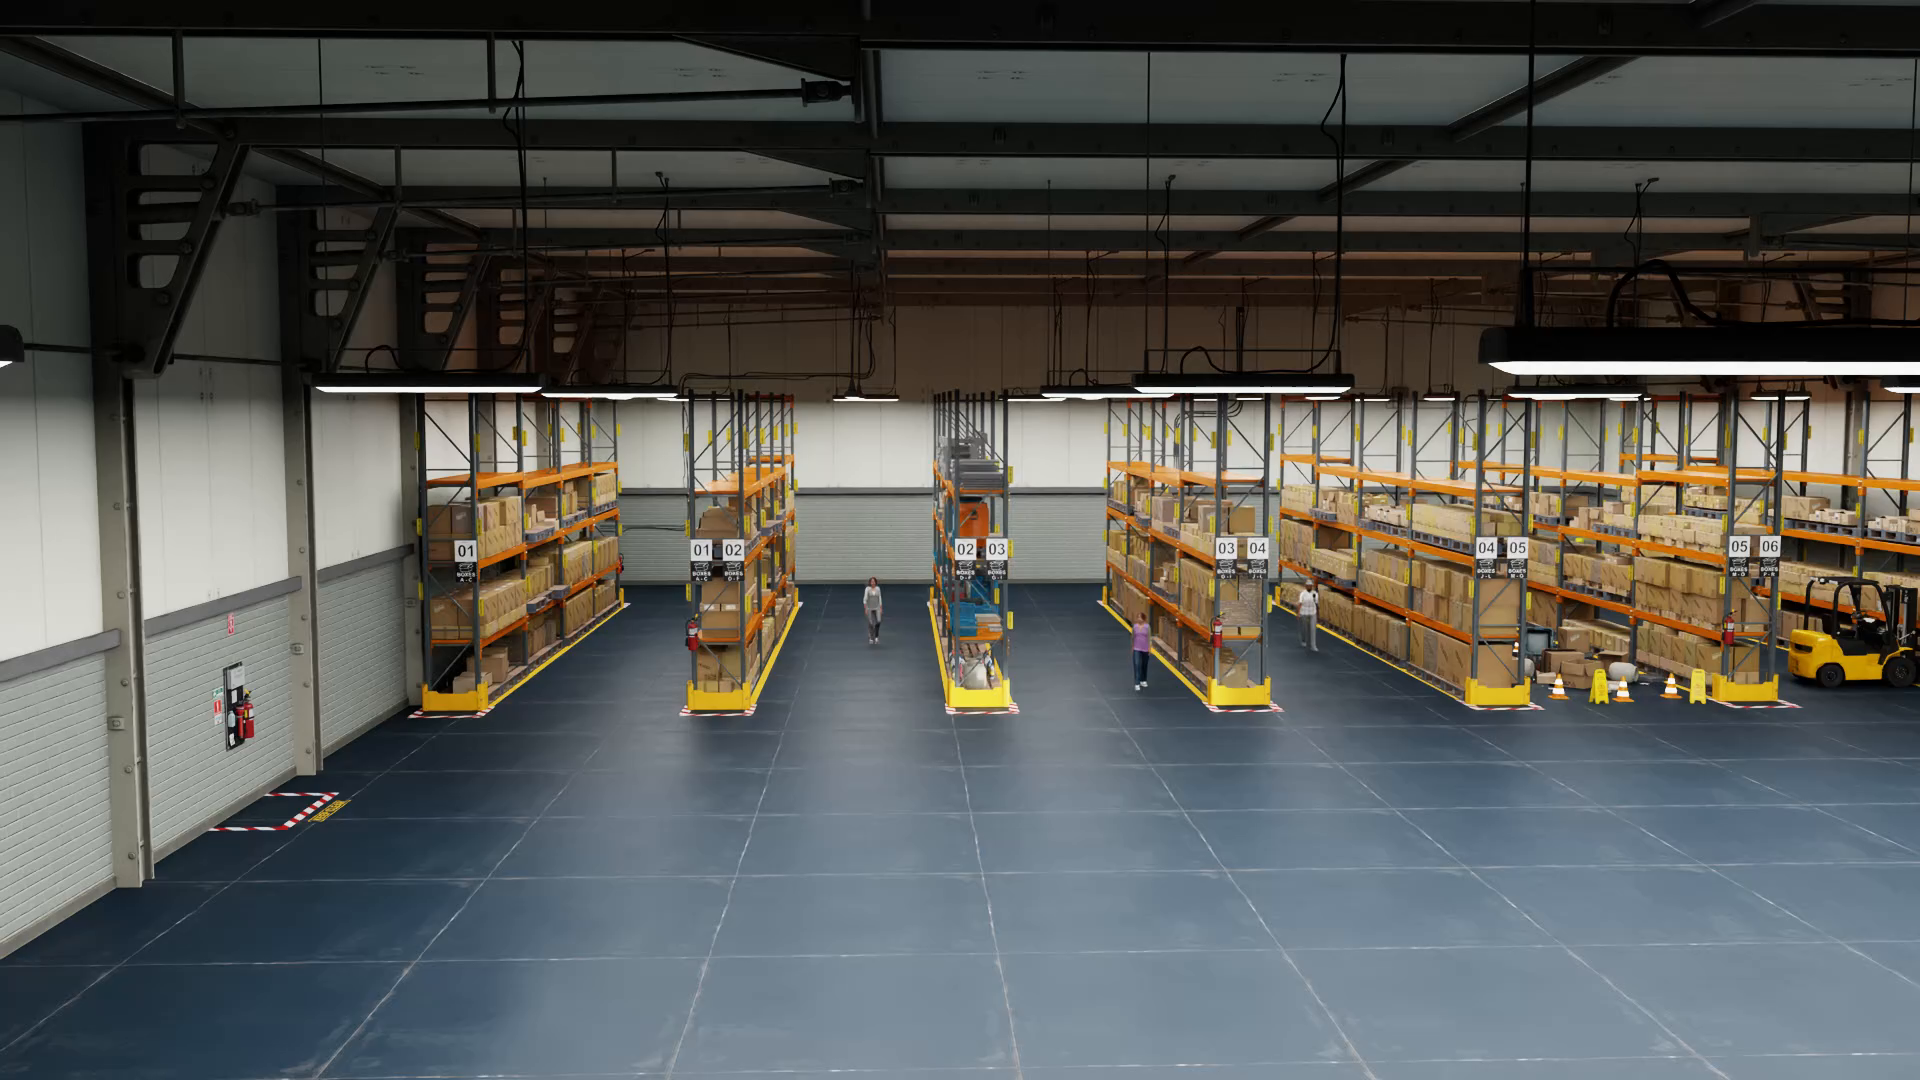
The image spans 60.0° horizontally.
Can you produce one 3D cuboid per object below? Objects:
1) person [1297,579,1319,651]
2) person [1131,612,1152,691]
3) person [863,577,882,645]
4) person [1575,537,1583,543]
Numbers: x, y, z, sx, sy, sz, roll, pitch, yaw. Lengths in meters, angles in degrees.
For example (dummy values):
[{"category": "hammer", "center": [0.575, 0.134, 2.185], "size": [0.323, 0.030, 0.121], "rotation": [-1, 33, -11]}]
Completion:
[{"category": "person", "center": [8.108, 1.729, 38.708], "size": [0.556, 1.637, 1.005], "rotation": [0, 5, 2]}, {"category": "person", "center": [3.633, 2.213, 33.273], "size": [0.432, 1.552, 0.903], "rotation": [1, 5, 7]}, {"category": "person", "center": [-2.076, 1.687, 39.650], "size": [0.452, 1.614, 0.460], "rotation": [0, 5, -6]}, {"category": "person", "center": [18.633, 0.780, 50.004], "size": [0.997, 1.732, 0.566], "rotation": [-1, 5, -11]}]
